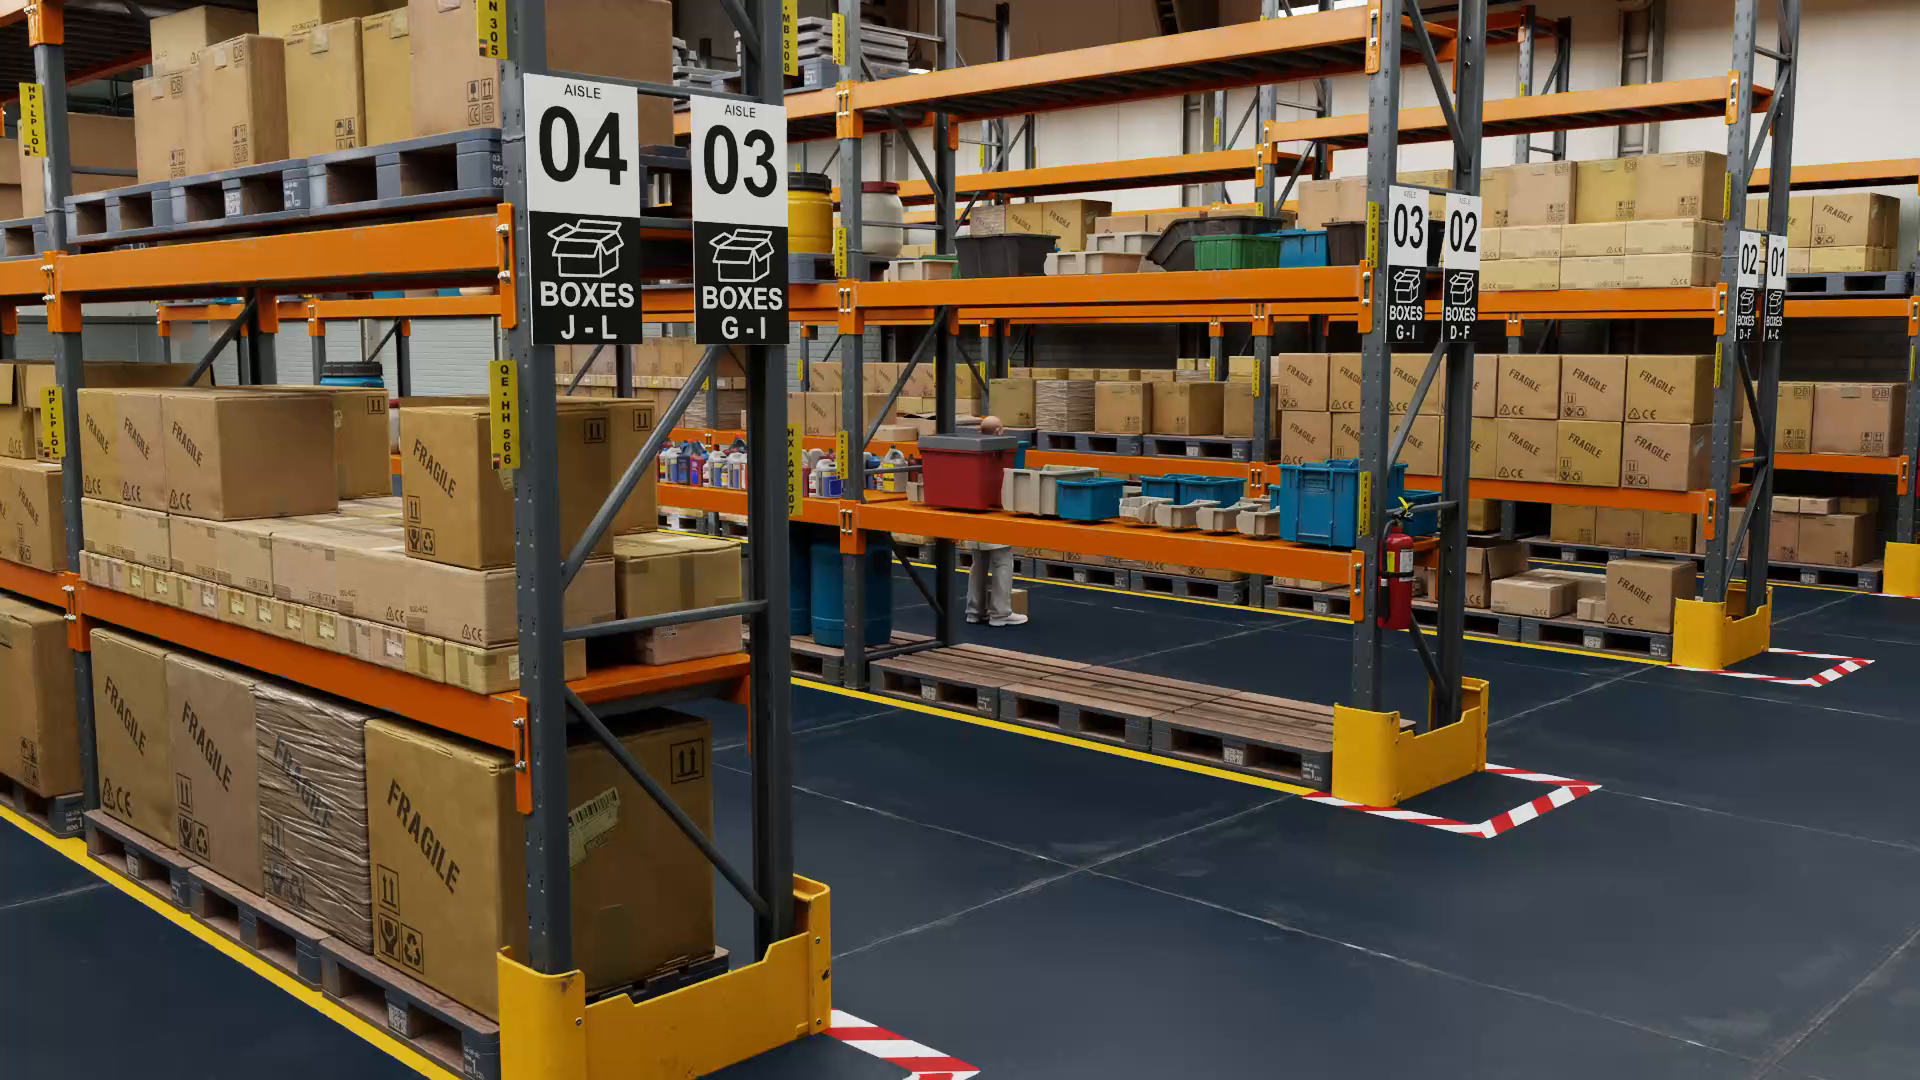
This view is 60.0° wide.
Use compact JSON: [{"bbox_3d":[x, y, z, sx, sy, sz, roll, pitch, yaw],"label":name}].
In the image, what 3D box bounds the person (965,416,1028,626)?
[{"bbox_3d":[0.254,-0.170,14.219,0.642,1.773,0.427,7,10,44],"label":"person"}]
